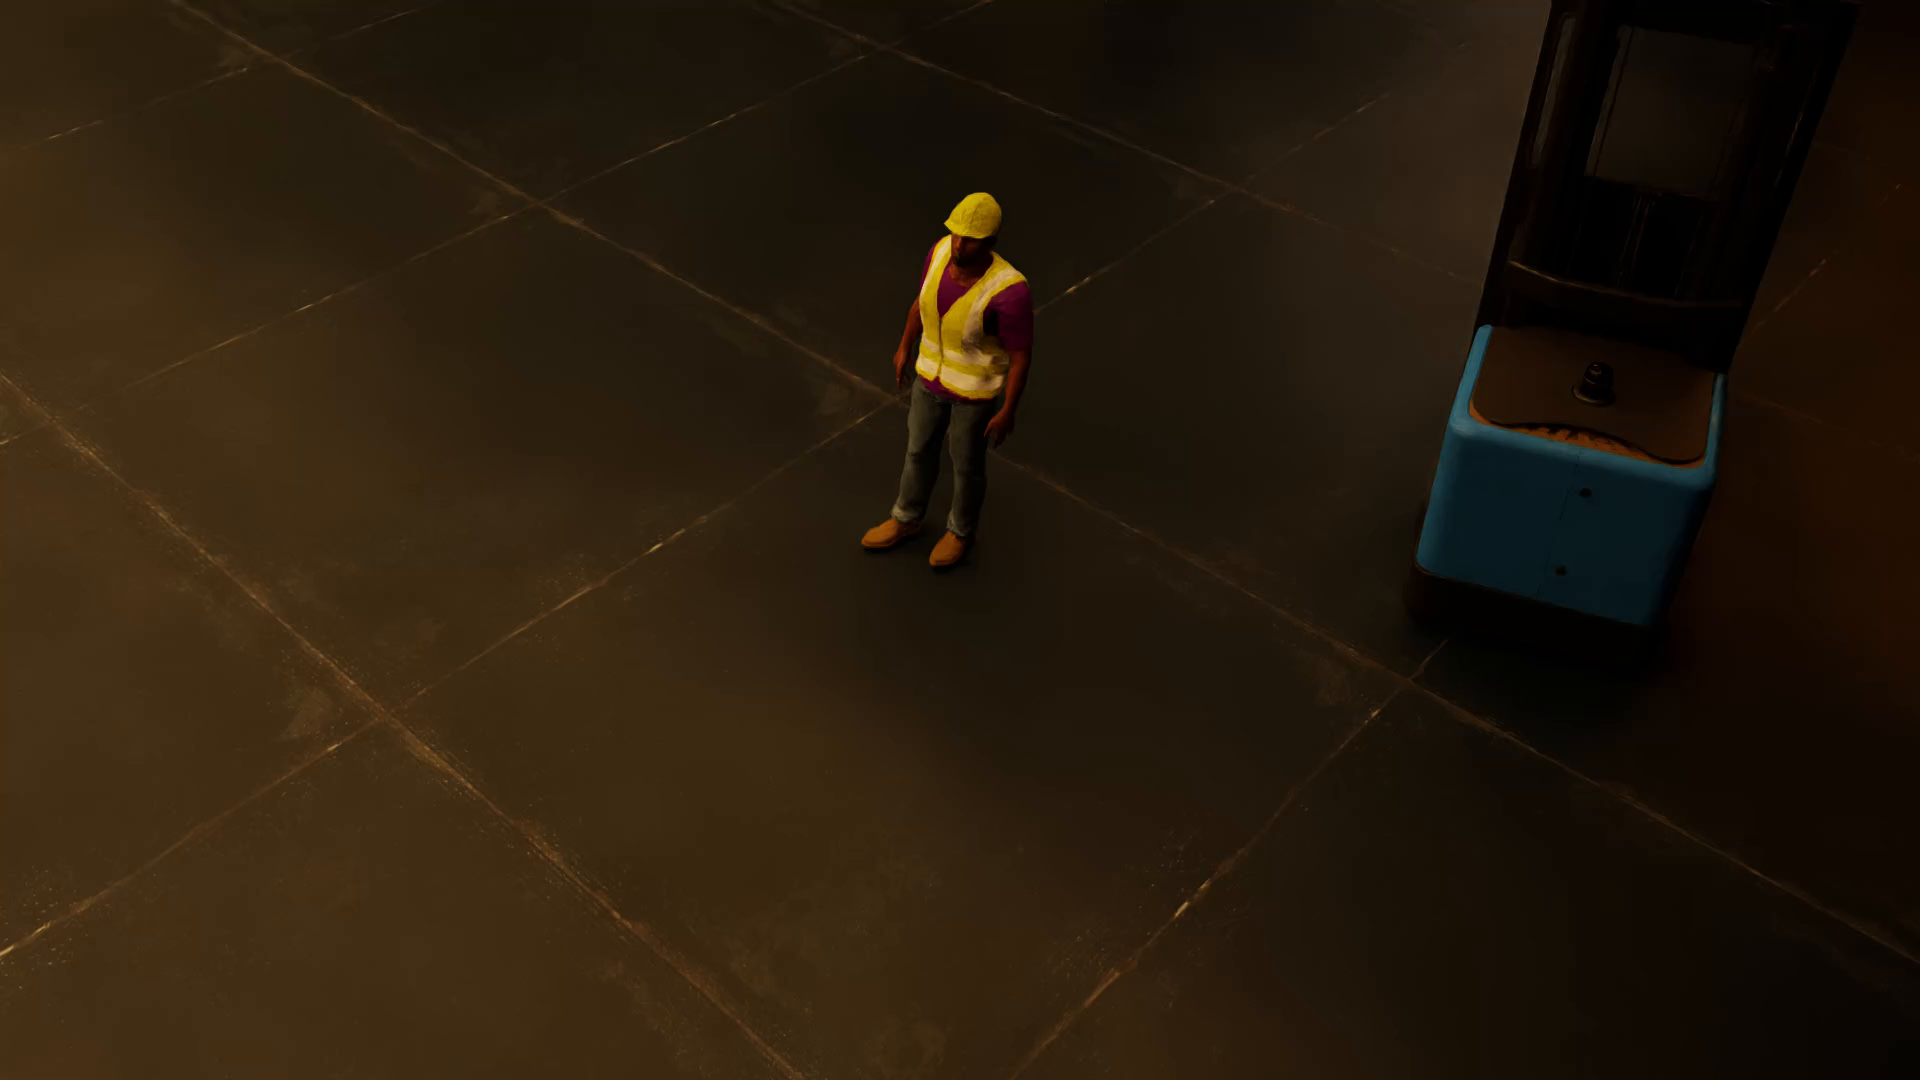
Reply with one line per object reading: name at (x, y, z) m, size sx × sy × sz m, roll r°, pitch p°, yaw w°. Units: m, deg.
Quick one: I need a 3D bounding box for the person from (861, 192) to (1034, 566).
person at (-0.051, -0.645, 7.063) m, size 0.665 × 1.766 × 0.576 m, roll 31°, pitch 49°, yaw 31°

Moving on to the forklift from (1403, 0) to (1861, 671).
forklift at (2.966, -1.533, 7.215) m, size 1.130 × 2.935 × 3.031 m, roll 15°, pitch 43°, yaw 17°
